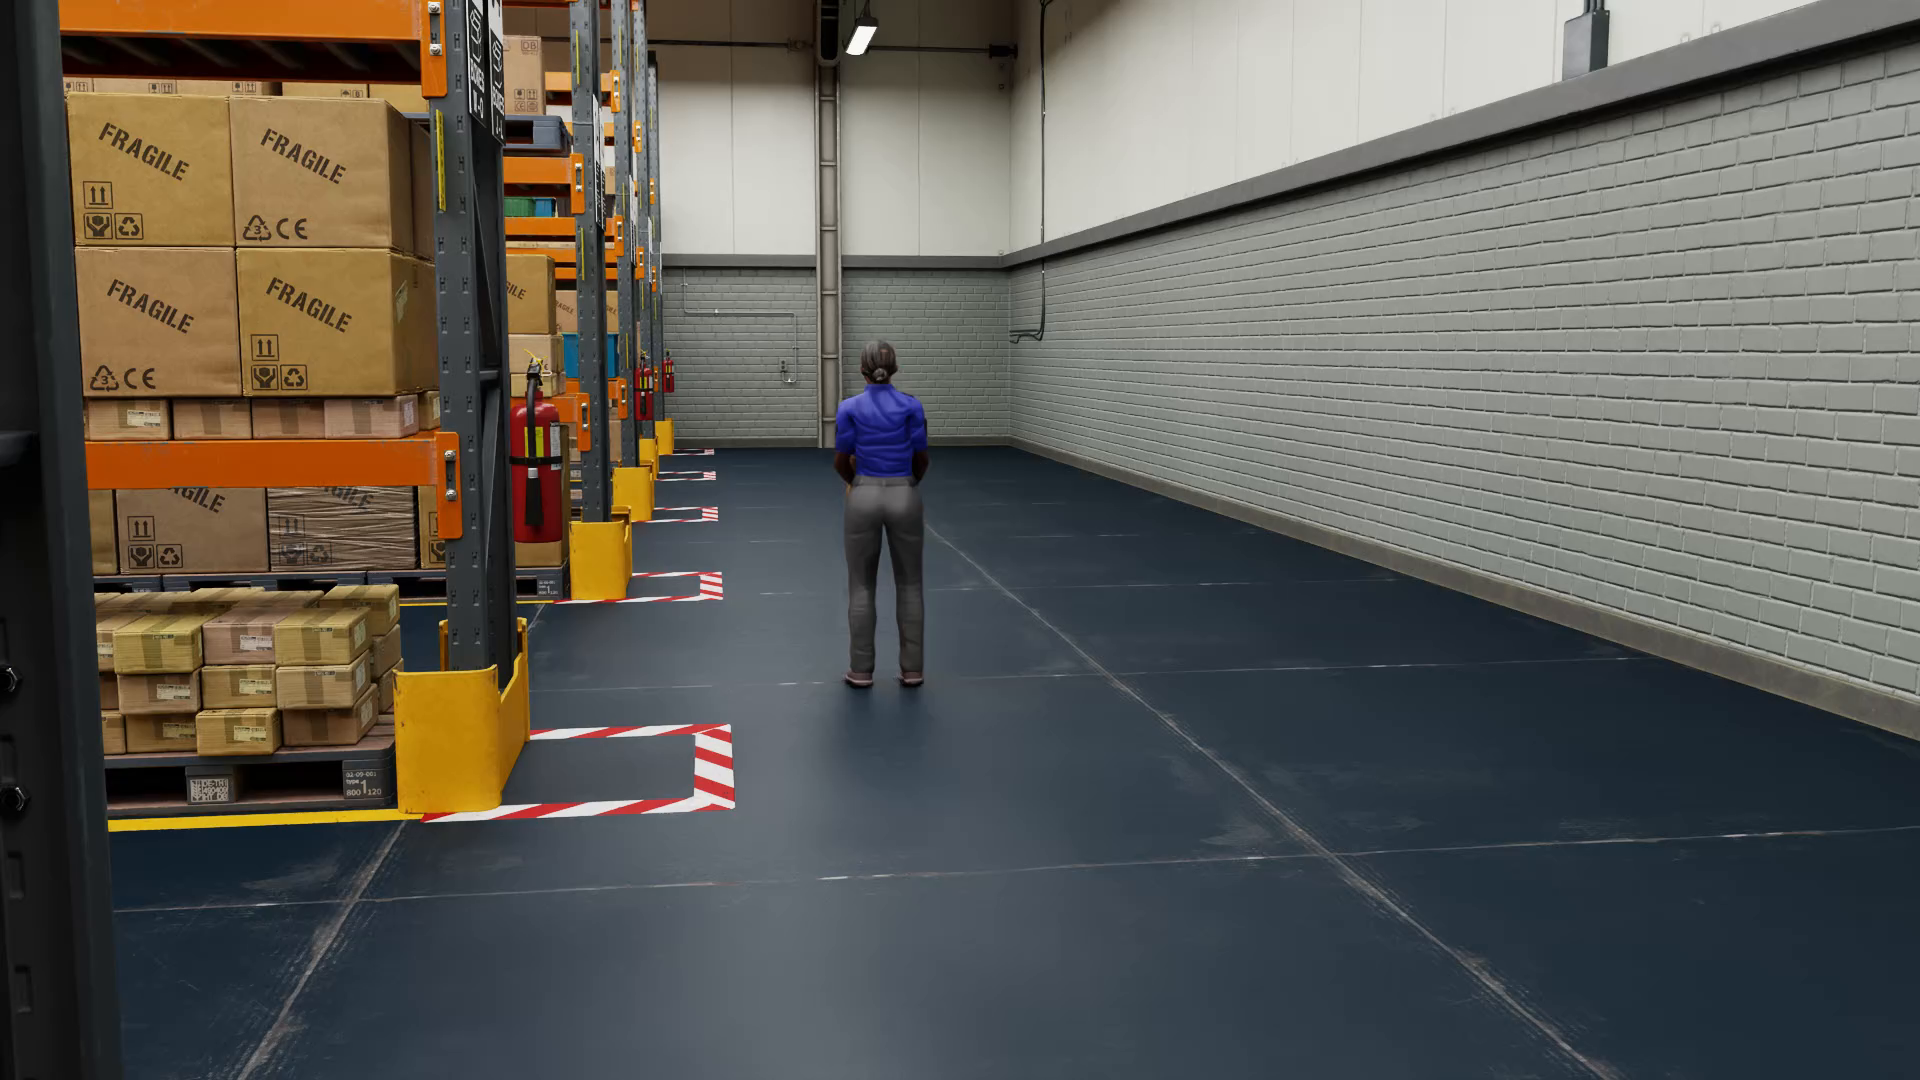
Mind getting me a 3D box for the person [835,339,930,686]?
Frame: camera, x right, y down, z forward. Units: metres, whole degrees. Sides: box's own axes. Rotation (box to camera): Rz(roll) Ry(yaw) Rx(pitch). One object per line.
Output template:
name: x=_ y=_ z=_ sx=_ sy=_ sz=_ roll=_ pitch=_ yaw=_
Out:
person: x=-0.374 y=-0.135 z=8.031 sx=0.456 sy=1.655 sz=0.507 roll=0 pitch=7 yaw=-2
